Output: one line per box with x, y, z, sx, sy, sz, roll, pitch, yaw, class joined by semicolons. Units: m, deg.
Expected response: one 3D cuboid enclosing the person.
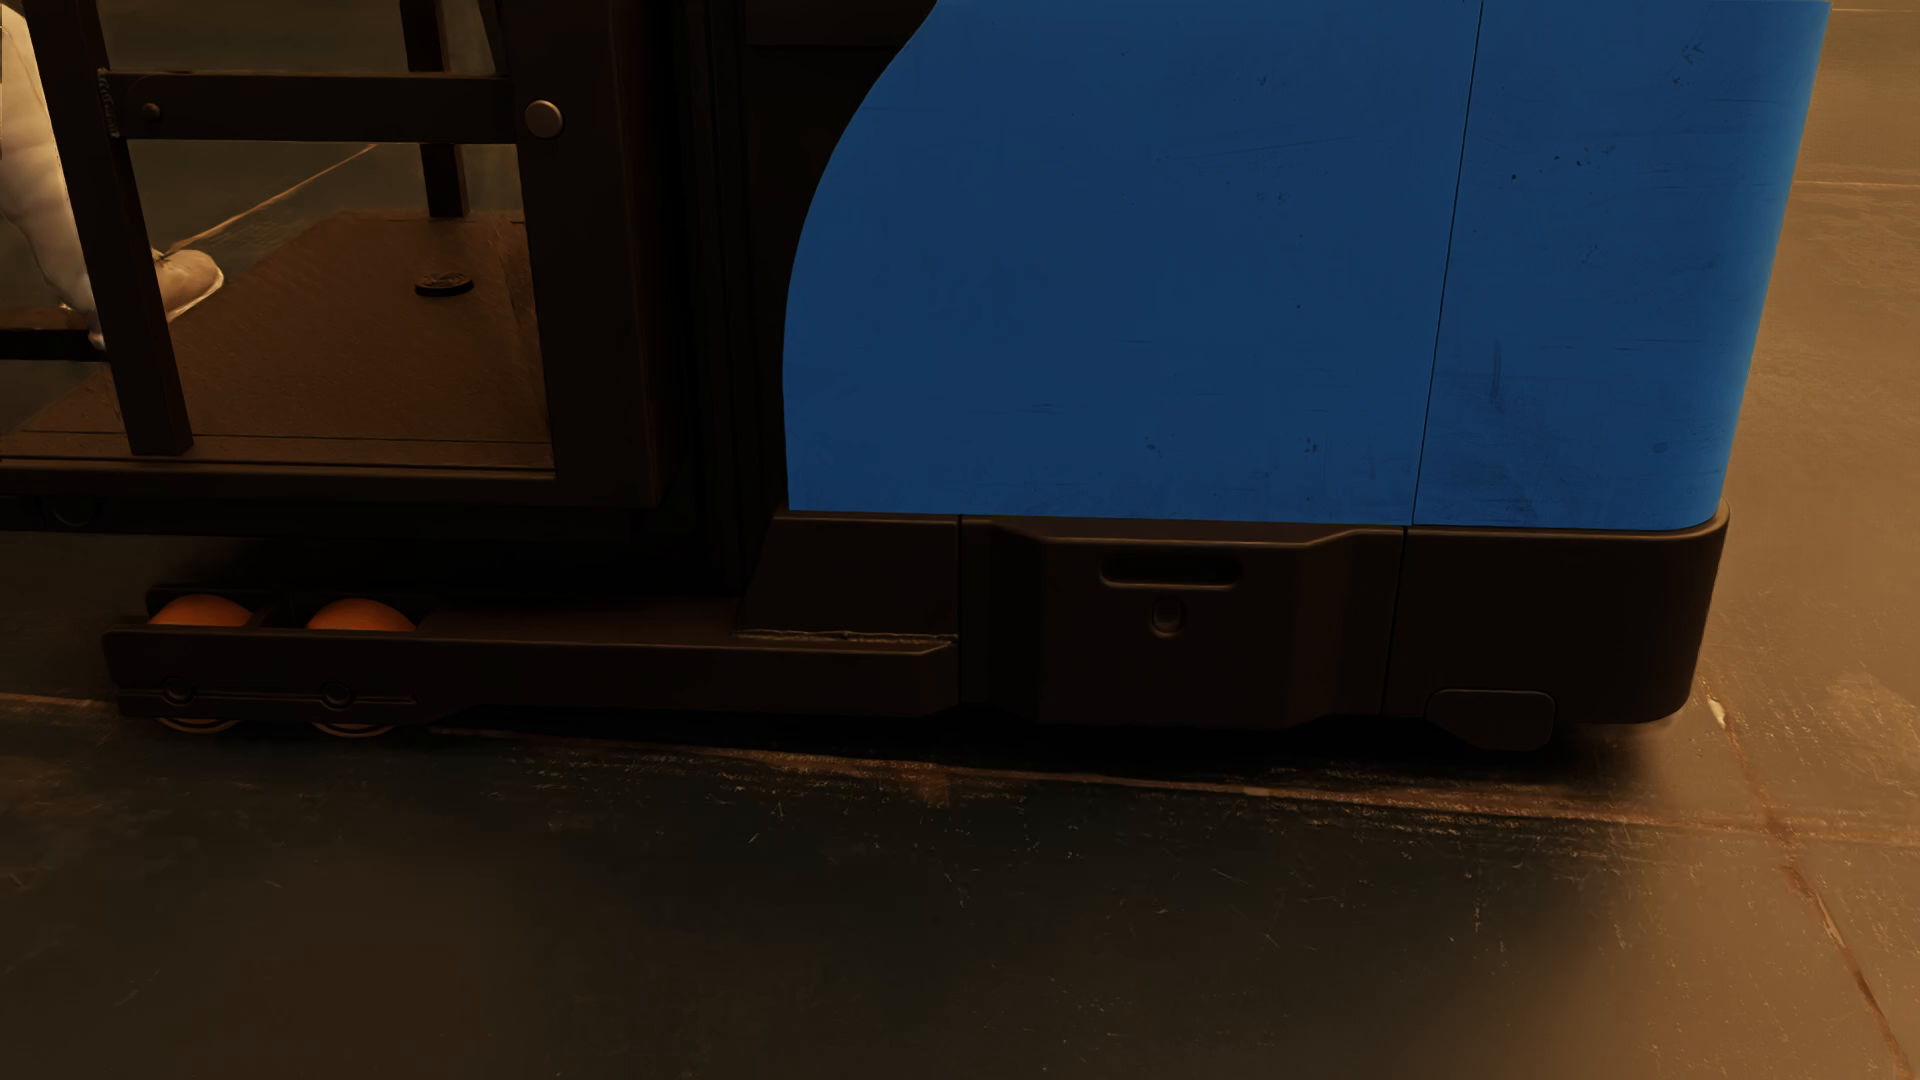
-1.827;-0.828;2.352;1.165;1.511;0.735;5;27;9;person

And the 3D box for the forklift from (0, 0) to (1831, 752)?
-0.616;-1.305;1.832;3.031;2.935;1.130;1;27;3;forklift
